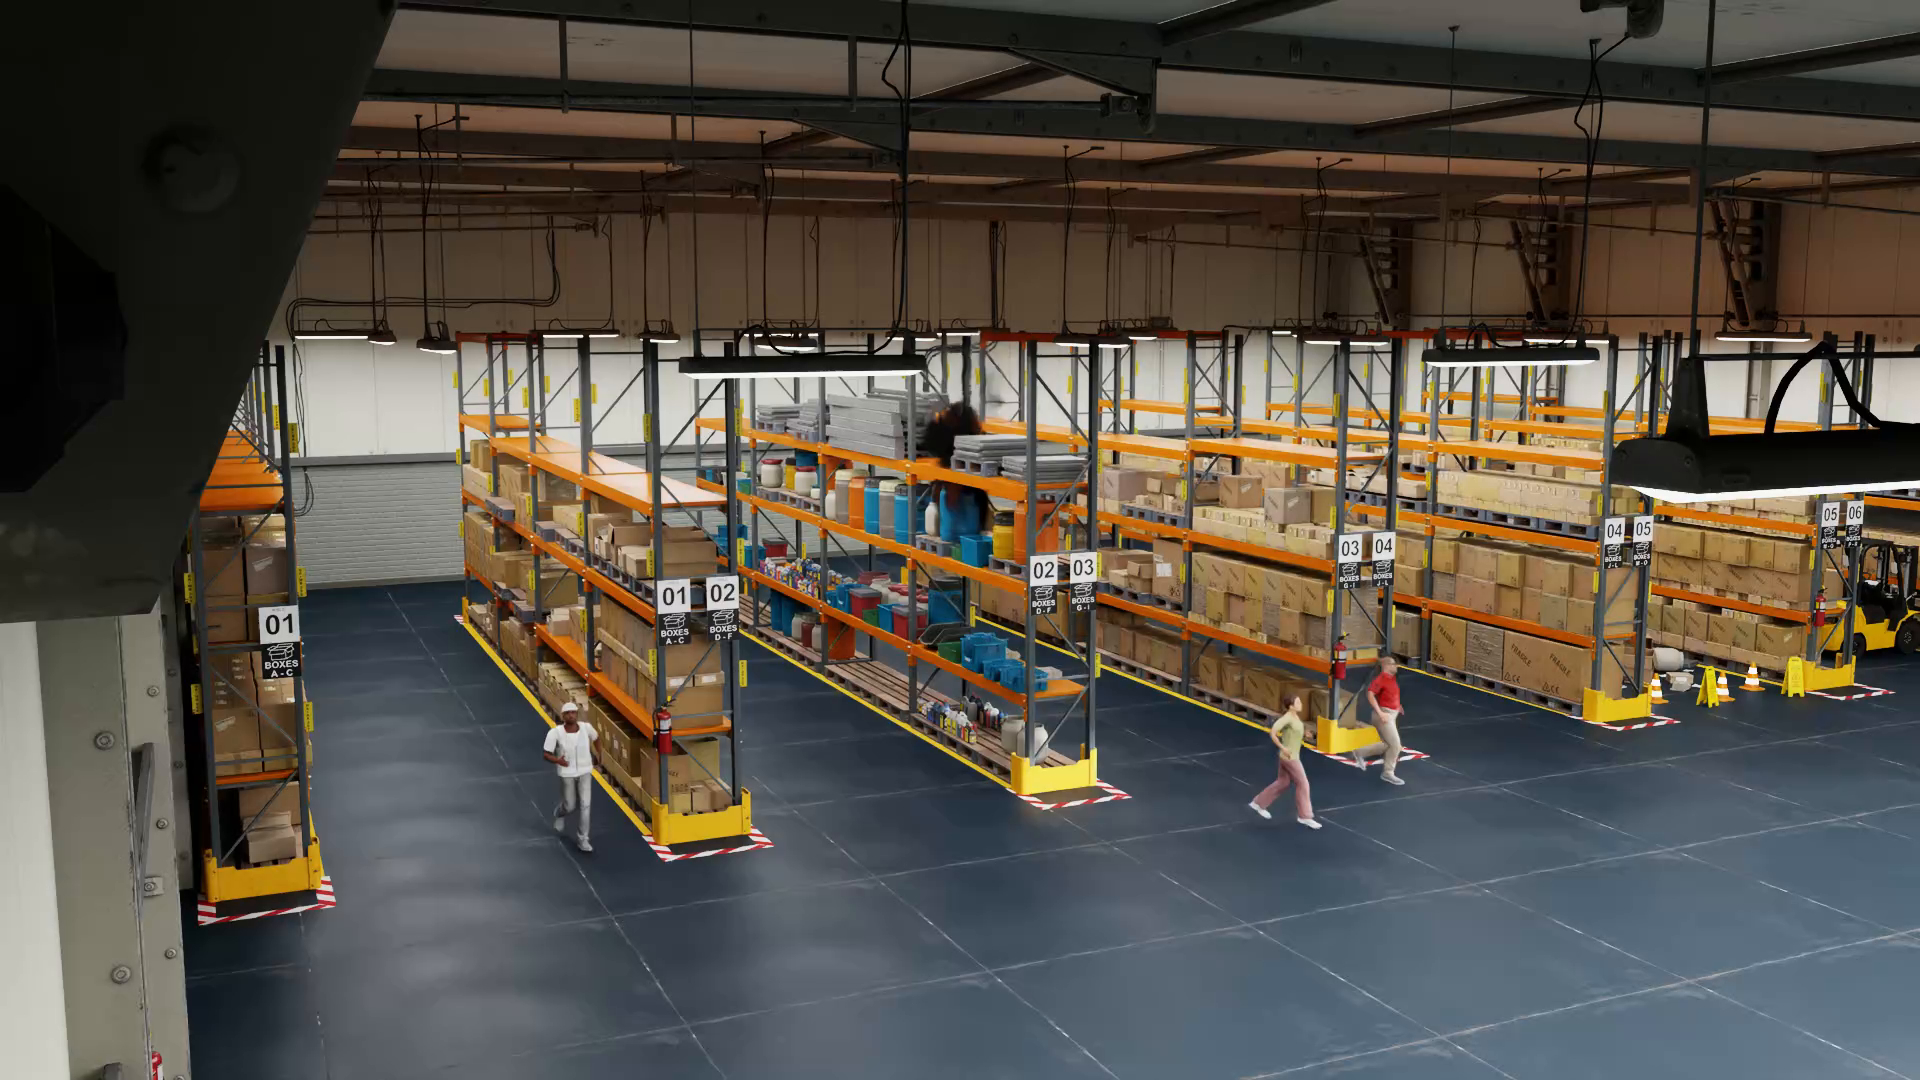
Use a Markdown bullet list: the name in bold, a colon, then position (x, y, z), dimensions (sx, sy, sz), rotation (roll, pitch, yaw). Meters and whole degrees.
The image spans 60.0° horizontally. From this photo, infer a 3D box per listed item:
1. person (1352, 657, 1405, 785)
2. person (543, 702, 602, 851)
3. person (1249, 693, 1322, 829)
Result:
- **person**: position (5.806, 2.443, 22.860), dimensions (0.775, 1.683, 0.705), rotation (4, 9, 30)
- **person**: position (-4.597, 2.805, 19.923), dimensions (0.715, 1.712, 0.931), rotation (-3, 8, -24)
- **person**: position (4.071, 2.722, 20.698), dimensions (0.896, 1.691, 0.559), rotation (2, 8, 12)
